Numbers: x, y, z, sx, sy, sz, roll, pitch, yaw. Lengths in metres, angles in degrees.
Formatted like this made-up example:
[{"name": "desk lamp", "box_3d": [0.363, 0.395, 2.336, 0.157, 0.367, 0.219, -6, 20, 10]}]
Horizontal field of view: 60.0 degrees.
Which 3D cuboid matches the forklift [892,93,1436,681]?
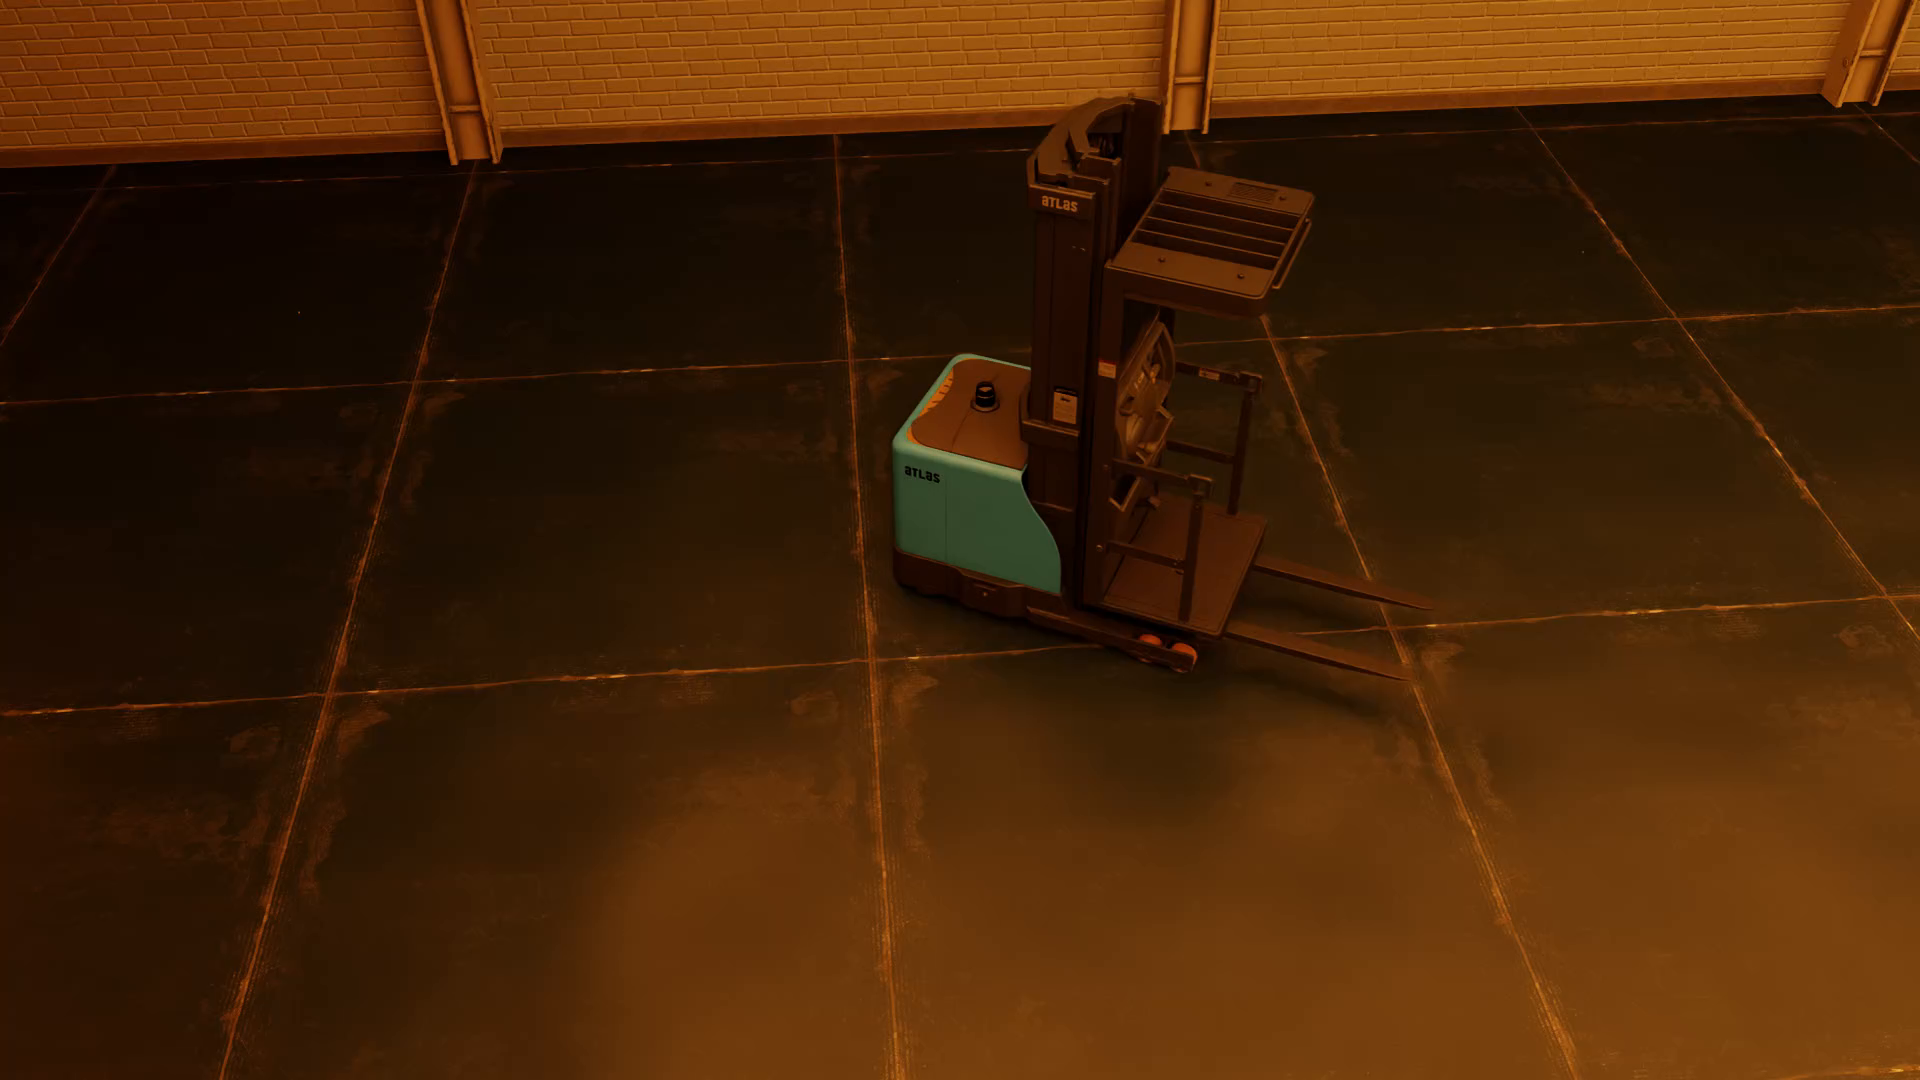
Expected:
[{"name": "forklift", "box_3d": [1.173, -0.766, 8.833, 3.031, 2.935, 1.130, 15, 43, 17]}]
